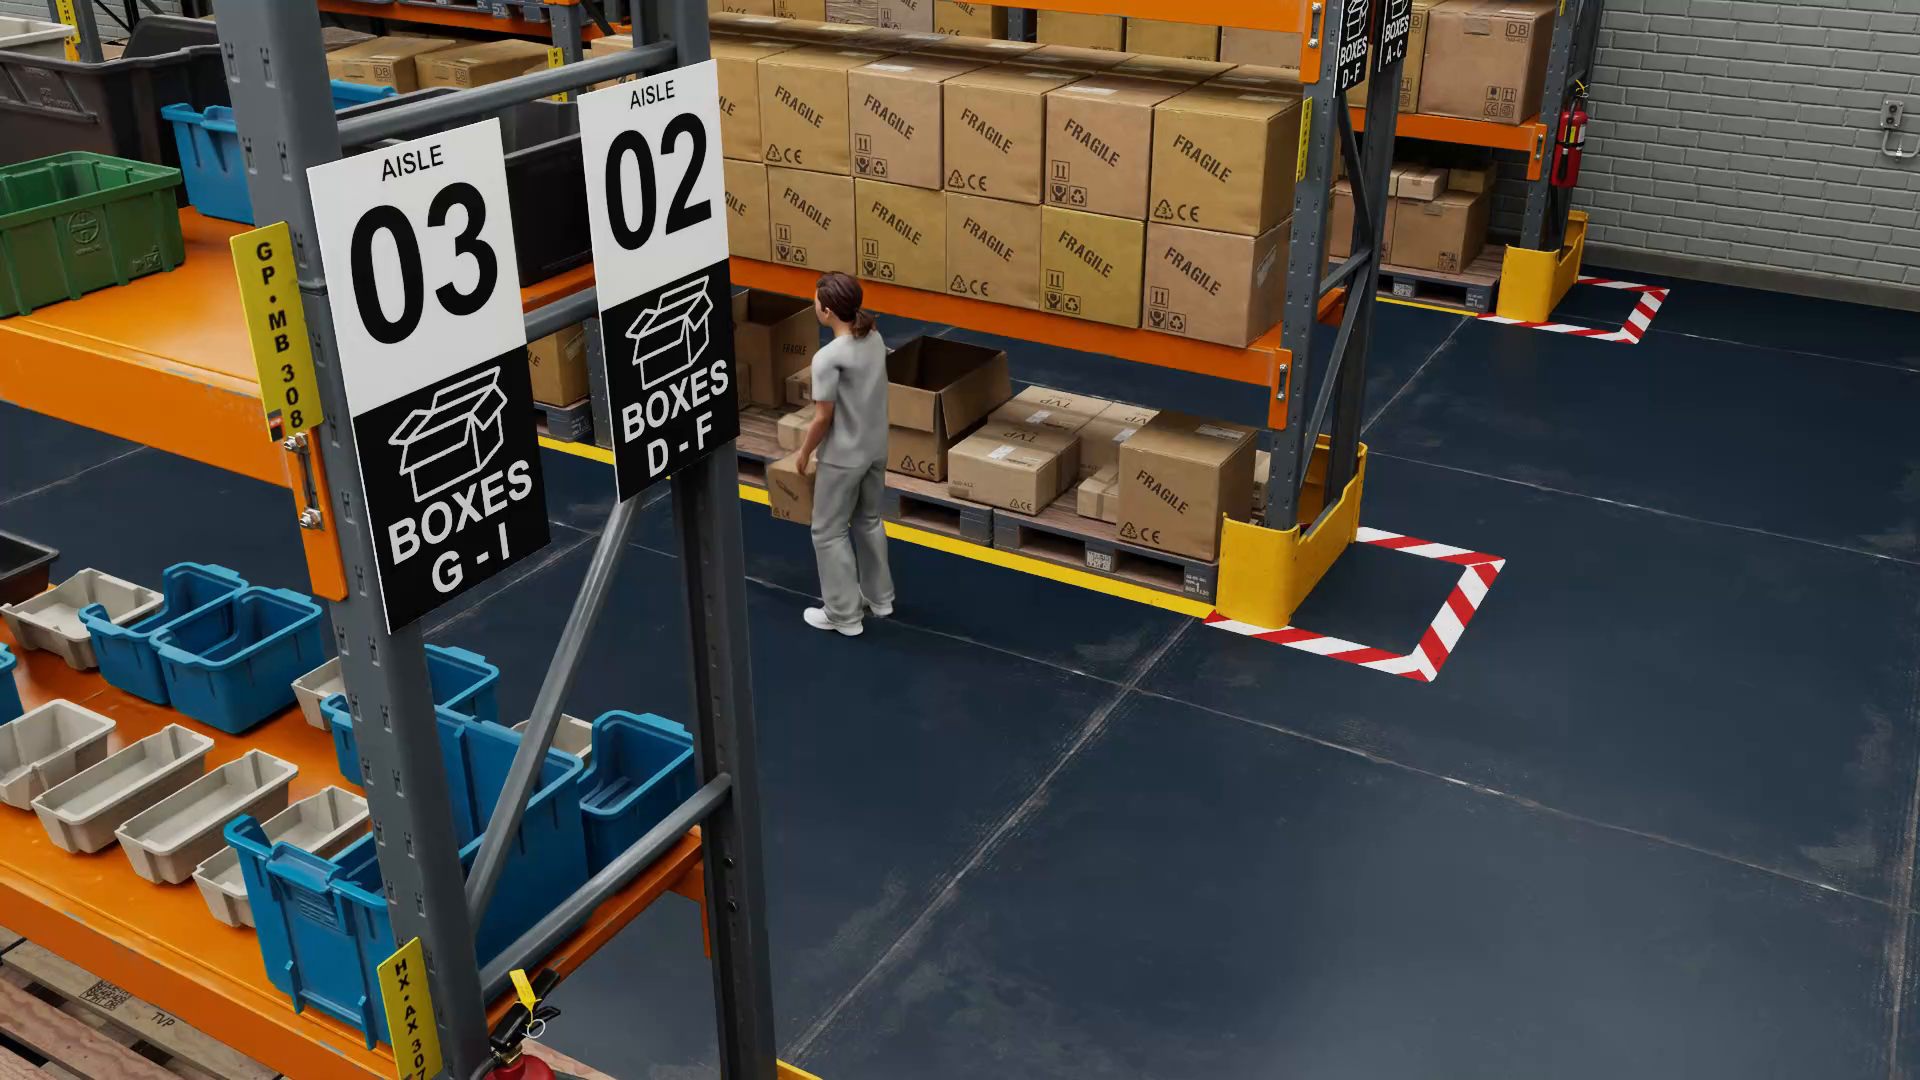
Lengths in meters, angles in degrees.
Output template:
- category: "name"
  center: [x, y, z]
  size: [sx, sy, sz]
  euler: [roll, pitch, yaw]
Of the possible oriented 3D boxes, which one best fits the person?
- category: "person"
  center: [-0.503, -0.378, 7.366]
  size: [0.362, 1.676, 0.471]
  euler: [18, 32, 32]
